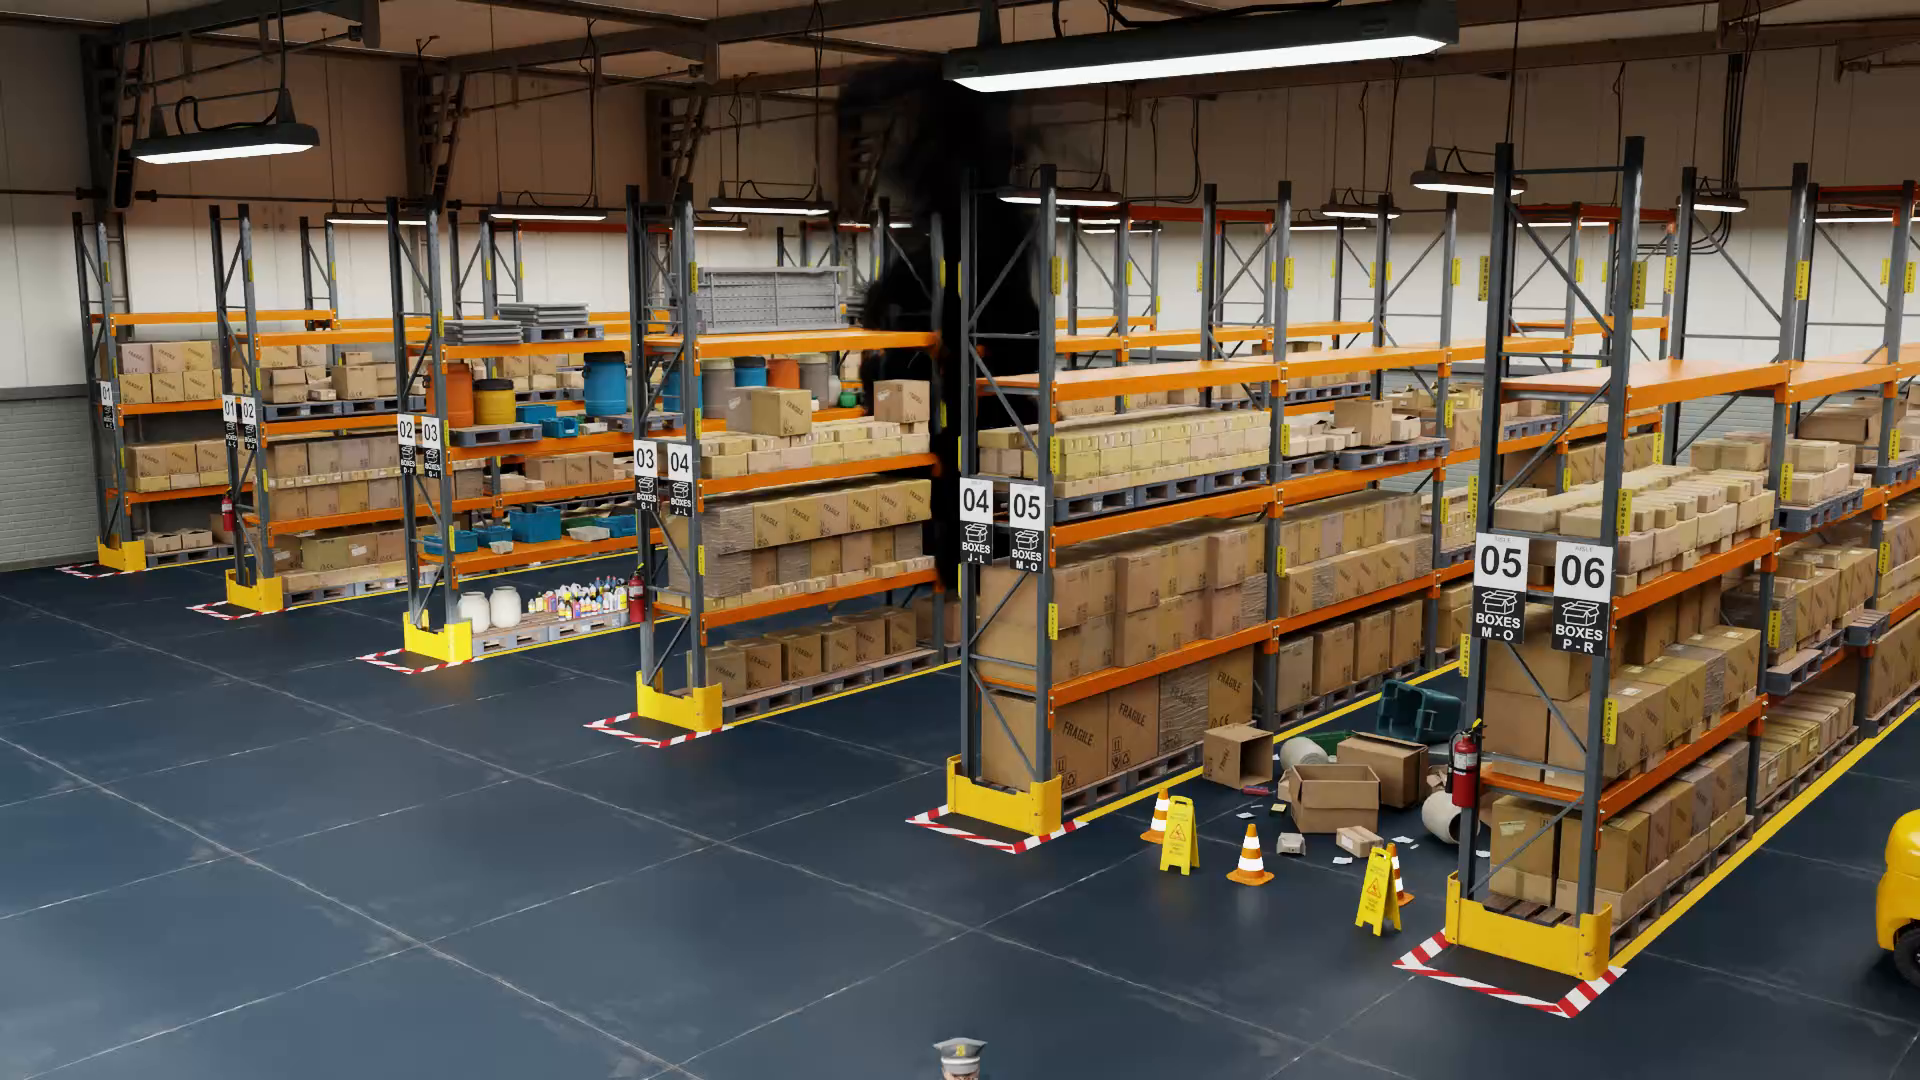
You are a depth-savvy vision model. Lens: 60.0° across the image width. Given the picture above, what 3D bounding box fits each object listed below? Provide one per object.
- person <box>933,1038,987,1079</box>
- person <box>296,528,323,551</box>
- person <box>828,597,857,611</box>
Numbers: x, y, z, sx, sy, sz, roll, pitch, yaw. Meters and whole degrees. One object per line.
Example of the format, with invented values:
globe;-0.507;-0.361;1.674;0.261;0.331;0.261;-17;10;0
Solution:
person;0.002;3.067;7.825;0.602;1.680;0.899;-1;9;-3
person;-10.853;-0.310;27.862;0.644;1.737;0.595;6;11;31
person;-1.690;0.061;23.834;0.642;1.890;0.736;4;10;24
